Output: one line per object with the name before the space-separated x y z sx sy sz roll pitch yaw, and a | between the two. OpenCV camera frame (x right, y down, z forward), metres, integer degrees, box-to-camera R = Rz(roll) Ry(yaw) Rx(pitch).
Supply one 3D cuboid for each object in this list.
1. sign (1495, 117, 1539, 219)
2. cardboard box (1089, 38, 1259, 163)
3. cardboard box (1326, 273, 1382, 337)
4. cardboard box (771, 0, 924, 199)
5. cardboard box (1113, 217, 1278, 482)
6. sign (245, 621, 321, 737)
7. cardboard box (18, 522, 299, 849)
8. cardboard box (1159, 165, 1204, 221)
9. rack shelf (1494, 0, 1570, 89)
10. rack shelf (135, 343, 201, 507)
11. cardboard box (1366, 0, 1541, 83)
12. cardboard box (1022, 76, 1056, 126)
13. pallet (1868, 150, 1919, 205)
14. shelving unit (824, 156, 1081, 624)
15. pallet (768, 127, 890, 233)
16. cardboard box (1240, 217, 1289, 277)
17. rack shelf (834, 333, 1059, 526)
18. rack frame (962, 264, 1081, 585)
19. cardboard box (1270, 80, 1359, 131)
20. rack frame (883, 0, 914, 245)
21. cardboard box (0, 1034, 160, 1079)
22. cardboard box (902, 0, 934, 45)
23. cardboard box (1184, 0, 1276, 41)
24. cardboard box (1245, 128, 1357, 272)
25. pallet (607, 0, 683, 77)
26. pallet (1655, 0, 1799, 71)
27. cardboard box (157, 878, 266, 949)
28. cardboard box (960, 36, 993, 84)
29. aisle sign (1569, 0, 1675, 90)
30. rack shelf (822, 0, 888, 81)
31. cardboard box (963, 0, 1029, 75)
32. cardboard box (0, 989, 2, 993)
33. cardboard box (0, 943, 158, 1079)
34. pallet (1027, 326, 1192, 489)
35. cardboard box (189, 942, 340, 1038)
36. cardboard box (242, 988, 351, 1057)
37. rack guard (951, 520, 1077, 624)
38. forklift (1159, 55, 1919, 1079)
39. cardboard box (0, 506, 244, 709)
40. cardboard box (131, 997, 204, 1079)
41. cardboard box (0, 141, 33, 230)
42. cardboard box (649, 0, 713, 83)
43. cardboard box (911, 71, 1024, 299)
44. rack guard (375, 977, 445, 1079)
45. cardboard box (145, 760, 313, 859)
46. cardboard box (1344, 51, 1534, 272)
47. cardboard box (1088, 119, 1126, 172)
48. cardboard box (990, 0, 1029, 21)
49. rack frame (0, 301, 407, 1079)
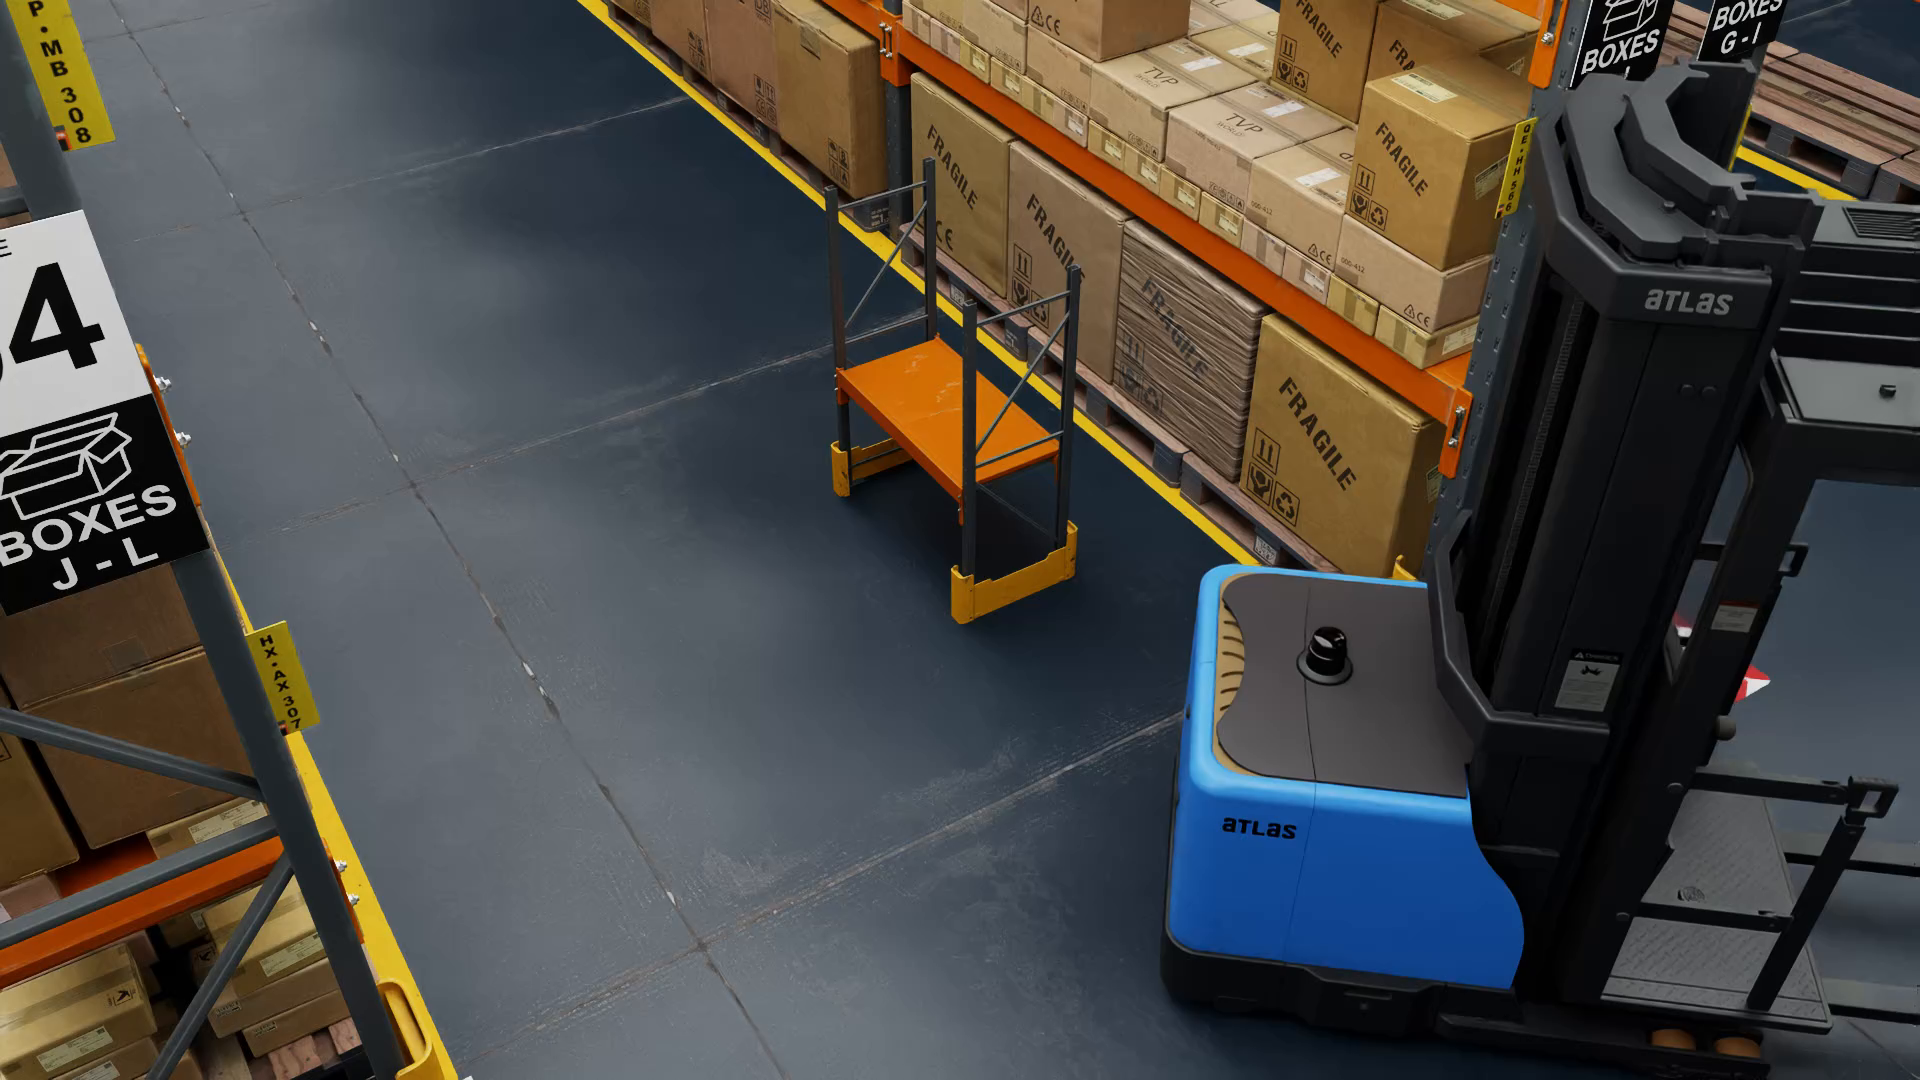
sign | 1.748 -1.165 5.216 0.100 0.325 0.005 -22 45 -24
cardboard box | 0.899 -1.864 7.028 0.500 0.250 0.500 -22 45 -24
cardboard box | 1.602 -0.931 6.220 0.380 0.149 0.250 -22 44 -24
cardboard box | -0.299 -2.651 9.420 1.225 0.875 0.875 -22 45 -24
cardboard box | 1.312 -0.963 7.394 0.875 0.875 0.875 -22 45 -24
sign | -1.566 0.325 3.841 0.100 0.325 0.005 -22 45 -24
cardboard box | -2.032 0.354 4.171 0.500 0.500 0.500 -20 44 -22
cardboard box | 1.053 -1.481 6.881 0.380 0.149 0.250 -22 45 -24
rack shelf | 1.137 -2.764 6.443 1.077 0.370 4.000 -22 45 -24
rack shelf | -3.099 -1.111 4.459 1.077 0.370 4.000 -22 45 -24
cardboard box | 1.913 -1.775 6.336 0.500 0.500 0.500 -23 45 -25
cardboard box | 0.505 -2.034 7.544 0.380 0.149 0.250 -23 45 -25
pallet | 5.978 -1.901 9.366 1.003 0.211 1.213 -22 45 -24
shelving unit | -0.041 -0.617 6.819 0.587 1.500 1.083 -22 45 -24
pallet | -0.417 -2.287 9.829 1.003 0.211 1.213 -22 45 -24
cardboard box | 1.334 -1.202 6.546 0.380 0.149 0.250 -21 44 -24
rack shelf | -0.046 -0.484 6.940 0.538 0.185 1.000 -22 45 -24
rack frame | 0.227 -0.348 6.496 0.500 1.500 0.032 -22 45 -24
cardboard box | 1.630 -1.768 6.913 0.500 0.250 0.500 -24 45 -26
rack frame | 0.062 -2.968 8.468 1.000 3.000 0.127 -22 45 -24
cardboard box | -2.548 1.477 4.801 0.380 0.149 0.250 -23 45 -25
cardboard box | -0.060 -2.597 8.219 0.380 0.149 0.250 -22 45 -24
cardboard box | 1.075 -2.322 7.579 0.500 0.250 0.500 -21 44 -24
cardboard box | 1.456 -1.309 6.363 0.500 0.250 0.500 -23 45 -25
pallet | -1.729 -3.604 11.410 1.003 0.211 1.213 -22 45 -24
pallet | 4.666 -3.218 10.946 1.003 0.211 1.213 -22 45 -24
cardboard box | -2.269 1.042 5.090 0.380 0.149 0.250 -21 44 -24
cardboard box | 0.224 -2.313 7.879 0.380 0.149 0.250 -21 44 -23
aisle sign | 1.998 -1.665 4.874 0.394 0.787 0.004 -22 45 -24
rack shelf | -1.014 -3.771 9.994 1.077 0.370 4.000 -22 45 -24
cardboard box | 0.357 -2.410 7.684 0.500 0.250 0.500 -22 45 -25
cardboard box | -2.829 1.197 5.137 0.380 0.149 0.250 -24 45 -26
cardboard box | -2.522 1.351 4.720 0.380 0.149 0.250 -22 44 -24
pallet | 1.065 -0.800 8.045 1.003 0.211 1.213 -22 45 -24
cardboard box | -2.089 1.293 5.022 0.380 0.149 0.250 -20 44 -23
cardboard box | -2.035 1.385 5.144 0.380 0.149 0.250 -21 44 -24
rack guard | 0.227 0.132 6.897 0.587 0.250 0.087 -22 45 -24
forklift | 2.214 0.214 4.703 3.031 2.935 1.130 6 40 7
cardboard box | -2.041 -0.026 3.847 0.500 0.500 0.500 -22 45 -25
cardboard box | -2.482 1.566 4.927 0.380 0.149 0.250 -21 44 -24
cardboard box | -2.046 -0.774 3.220 0.500 0.250 0.500 -21 44 -24
cardboard box | -1.263 -3.608 10.569 1.225 0.875 0.875 -22 45 -24
cardboard box | 0.349 -1.929 8.553 0.875 0.875 0.875 -22 45 -24
rack guard | -2.064 1.763 4.743 1.175 0.500 0.348 -22 45 -24
cardboard box | -1.921 0.653 4.319 0.380 0.149 0.250 -23 45 -25
cardboard box | 1.729 -1.326 5.797 0.500 0.500 0.500 -22 44 -24
cardboard box | 0.780 -1.756 7.210 0.380 0.149 0.250 -24 45 -26
cardboard box | 0.362 -2.697 7.443 0.500 0.500 0.500 -22 45 -24
rack frame | -2.024 0.844 3.894 1.000 3.000 0.127 -22 45 -24
